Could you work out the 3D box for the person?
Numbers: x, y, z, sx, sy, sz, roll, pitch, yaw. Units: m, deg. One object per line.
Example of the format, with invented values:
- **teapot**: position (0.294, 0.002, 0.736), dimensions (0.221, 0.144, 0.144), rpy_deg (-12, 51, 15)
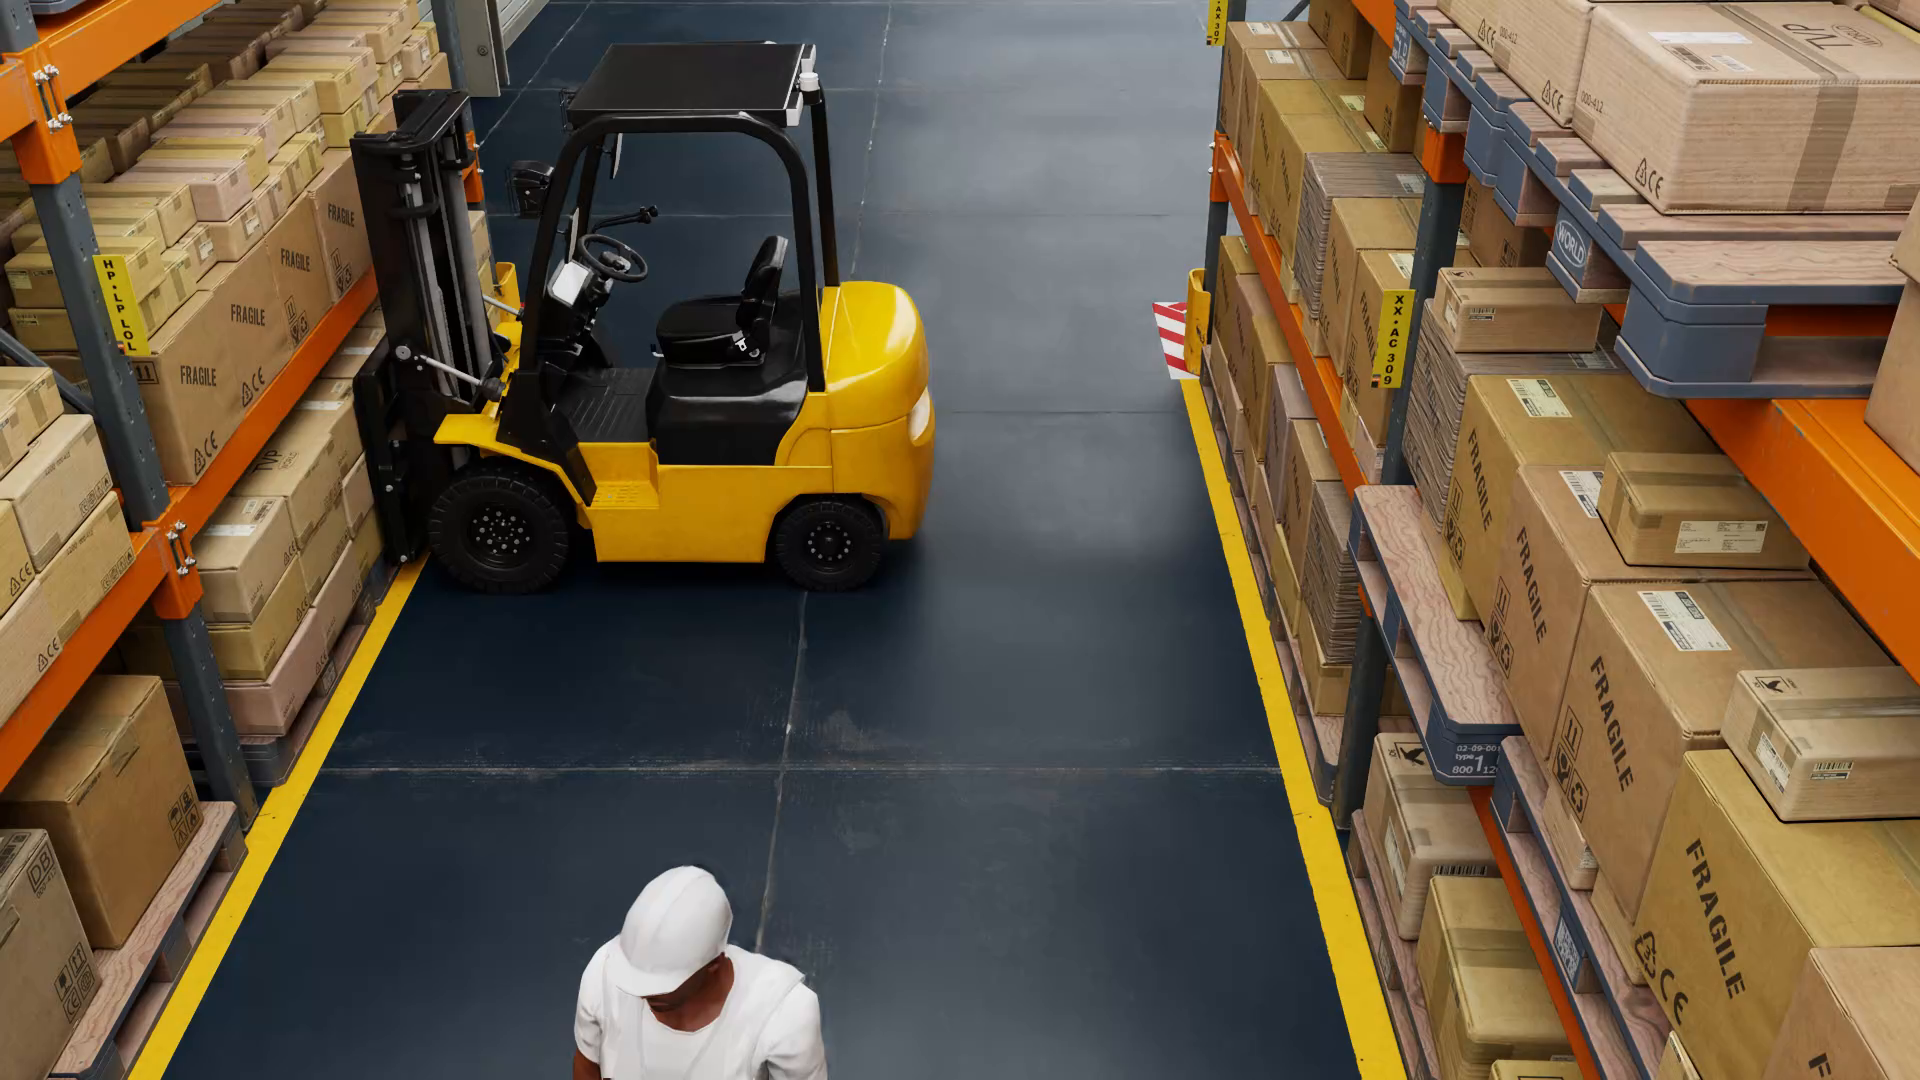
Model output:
- **person**: position (-0.594, 1.132, 3.592), dimensions (0.601, 1.088, 0.361), rpy_deg (9, 33, 15)
